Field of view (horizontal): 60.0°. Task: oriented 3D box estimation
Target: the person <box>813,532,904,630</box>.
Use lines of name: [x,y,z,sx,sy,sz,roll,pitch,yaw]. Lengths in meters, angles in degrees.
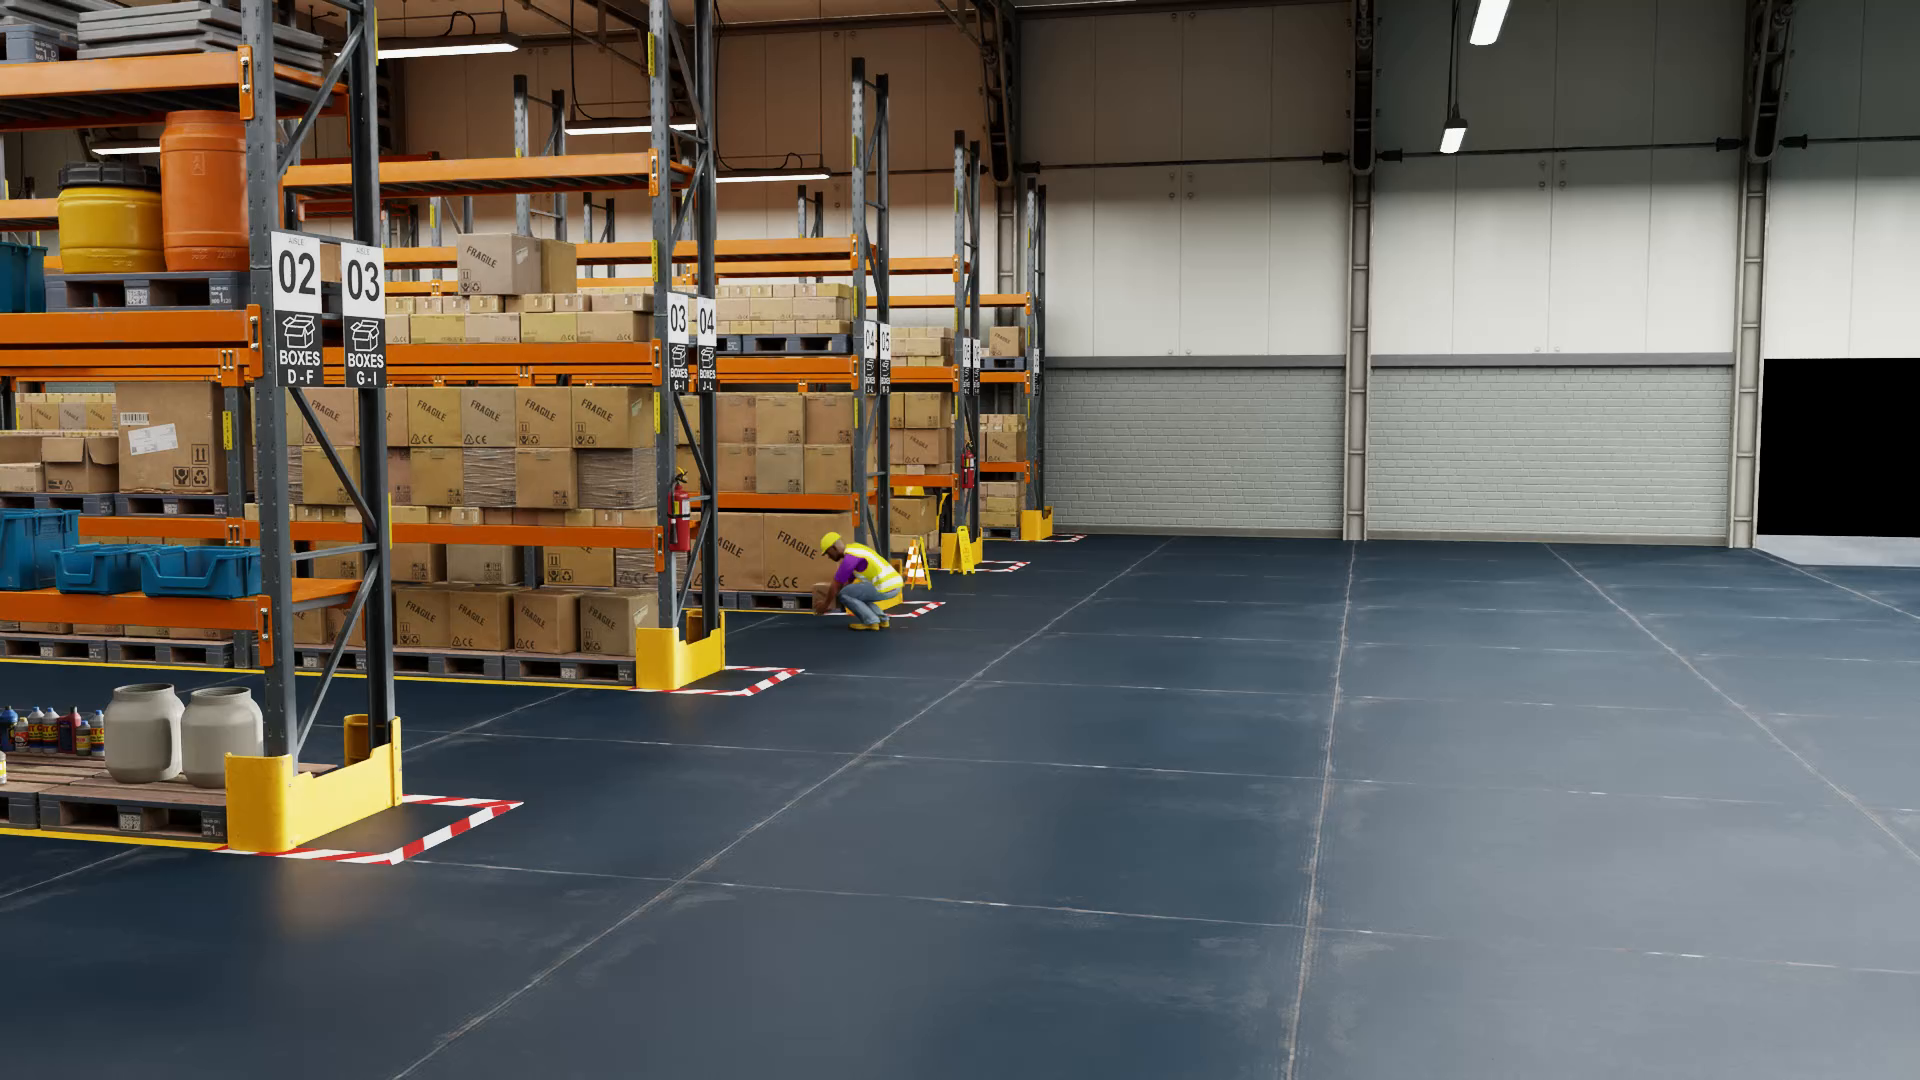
person: [-1.042,0.419,17.065,0.888,0.995,0.587,1,5,14]
